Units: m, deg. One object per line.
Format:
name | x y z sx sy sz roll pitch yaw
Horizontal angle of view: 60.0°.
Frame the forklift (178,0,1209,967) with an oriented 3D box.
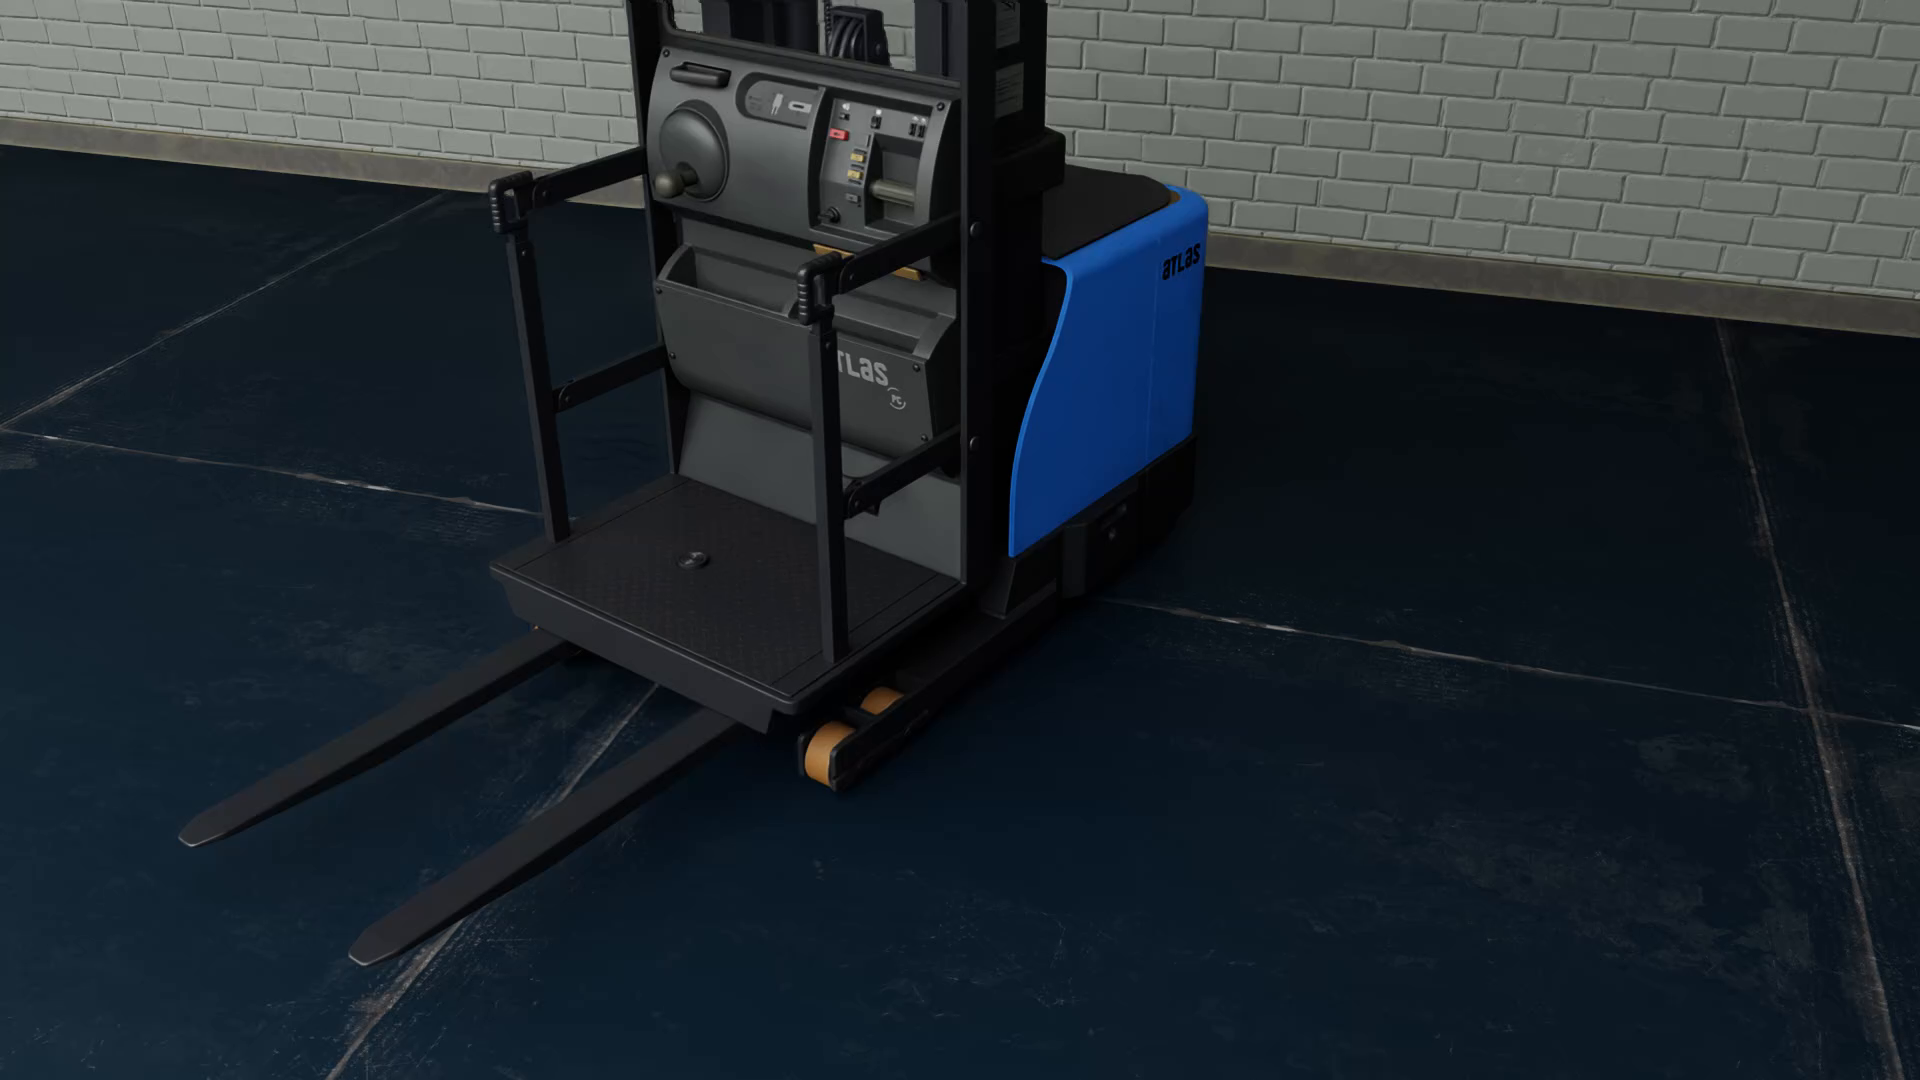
forklift | -0.537 -0.931 3.909 1.130 2.935 3.031 20 35 31
